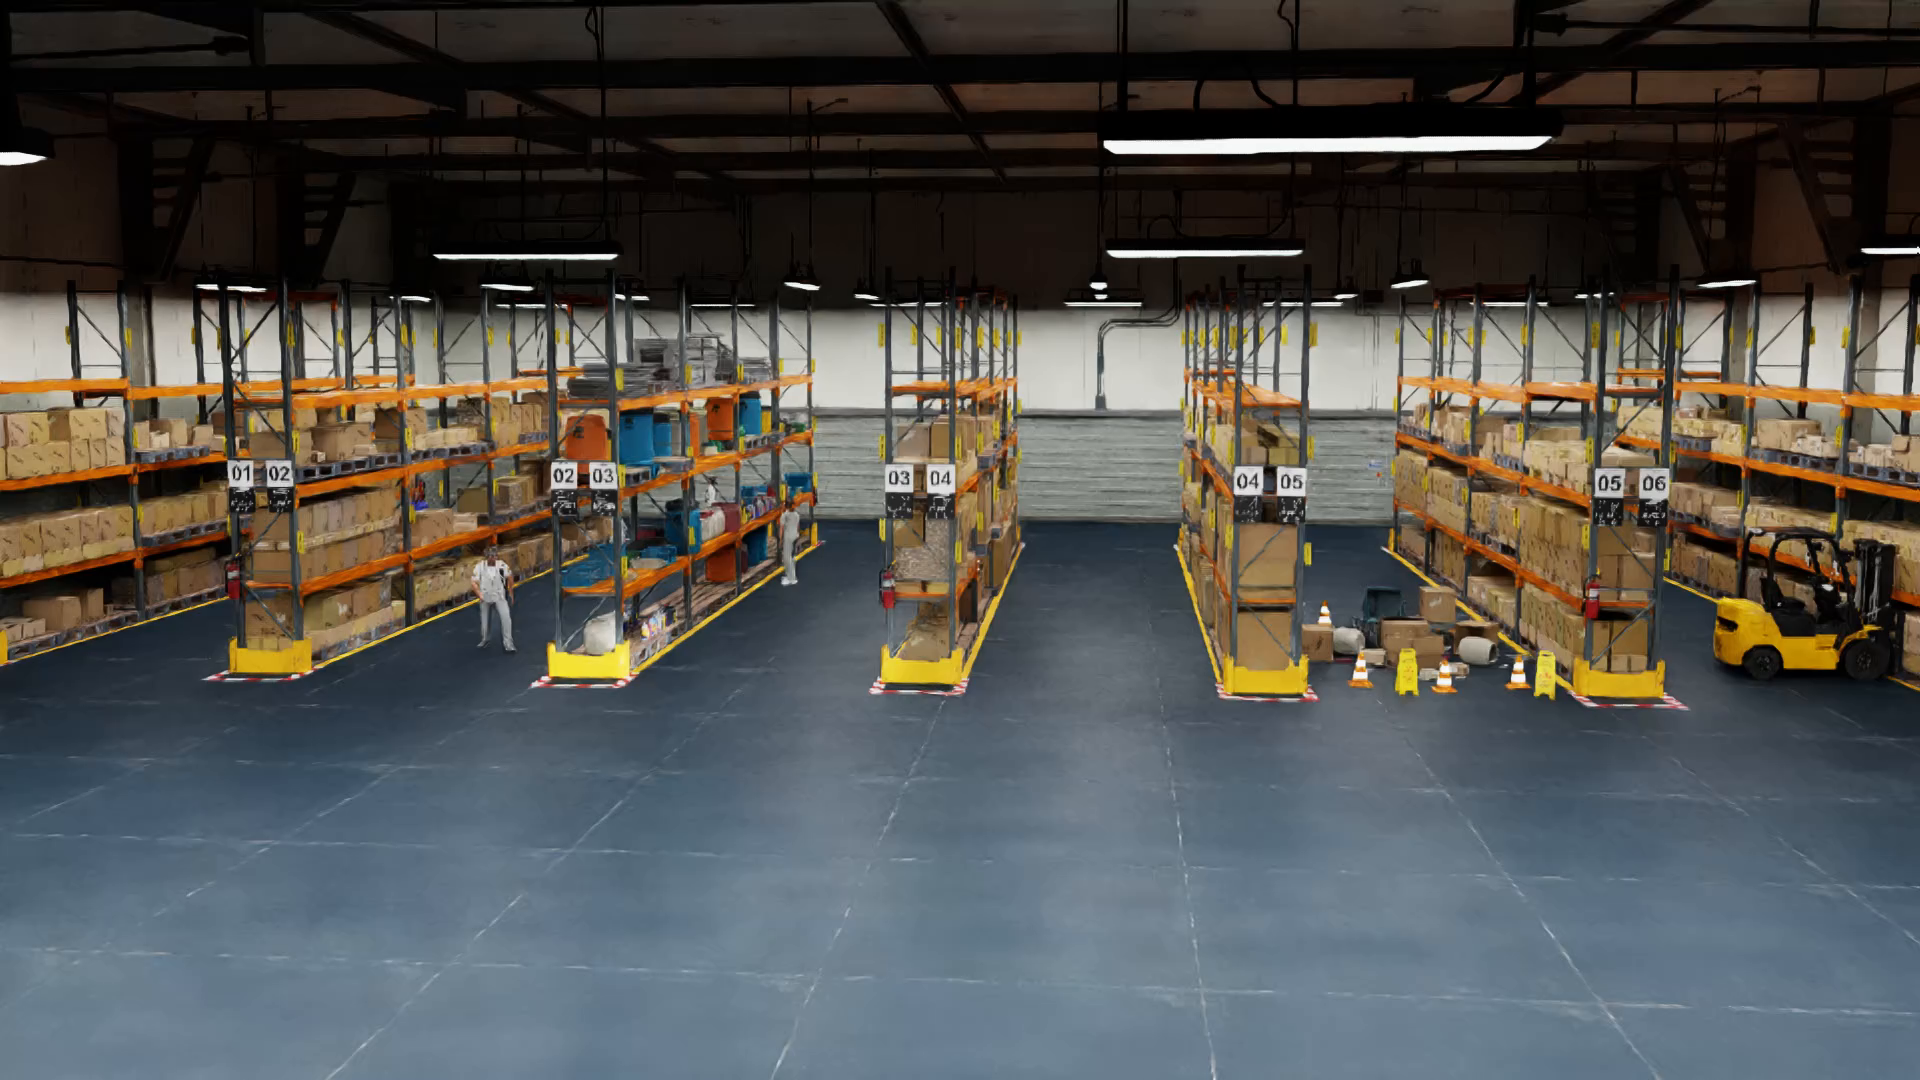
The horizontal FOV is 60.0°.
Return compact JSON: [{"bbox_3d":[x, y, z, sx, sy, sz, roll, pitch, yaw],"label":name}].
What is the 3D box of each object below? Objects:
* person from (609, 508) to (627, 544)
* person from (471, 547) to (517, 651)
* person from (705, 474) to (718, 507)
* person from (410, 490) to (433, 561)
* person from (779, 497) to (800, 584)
[{"bbox_3d":[-6.836,0.103,33.440,0.416,1.676,0.537,-3,8,-23],"label":"person"},{"bbox_3d":[-7.473,0.922,26.687,0.701,1.688,0.851,-1,7,-11],"label":"person"},{"bbox_3d":[-6.050,-0.768,40.681,0.488,1.667,0.582,0,7,-3],"label":"person"},{"bbox_3d":[-12.160,-0.343,37.463,0.461,1.596,0.999,0,7,4],"label":"person"},{"bbox_3d":[-3.311,-0.007,32.135,0.576,1.658,0.564,5,9,37],"label":"person"}]
